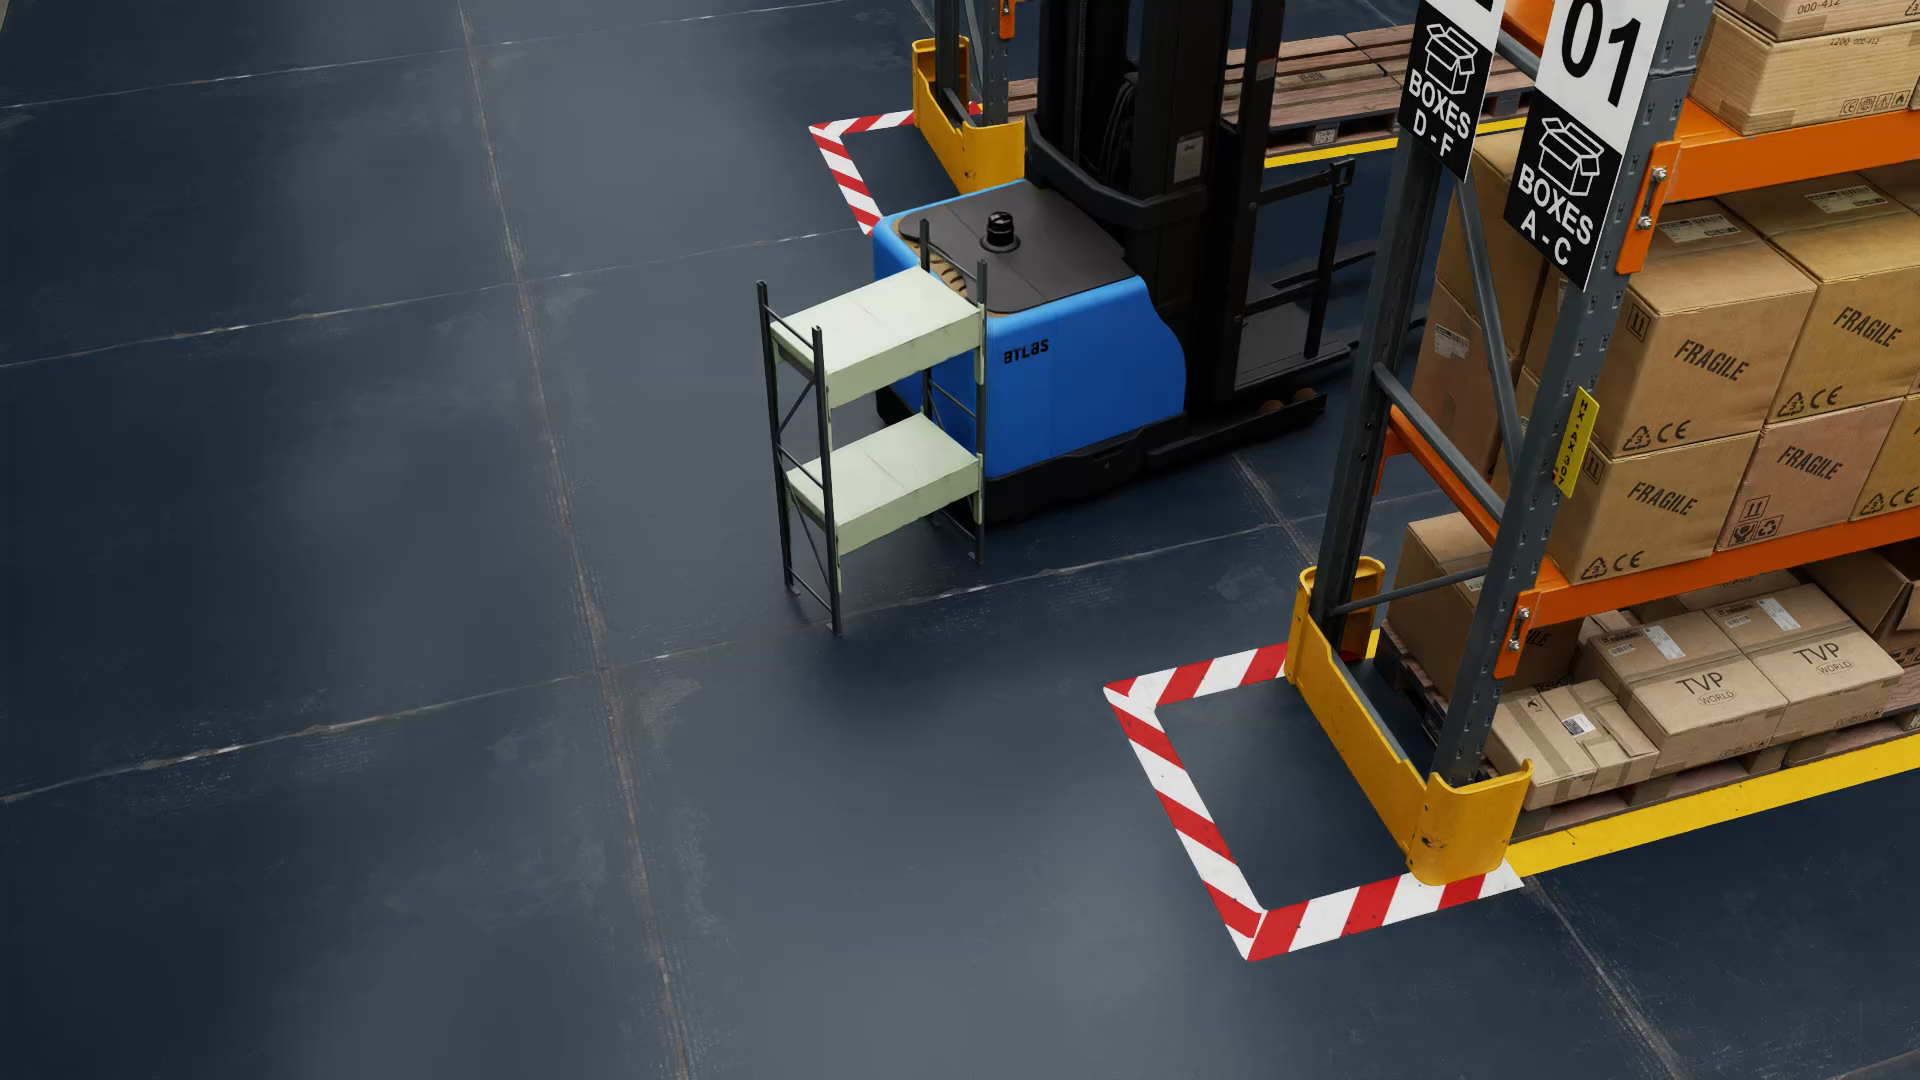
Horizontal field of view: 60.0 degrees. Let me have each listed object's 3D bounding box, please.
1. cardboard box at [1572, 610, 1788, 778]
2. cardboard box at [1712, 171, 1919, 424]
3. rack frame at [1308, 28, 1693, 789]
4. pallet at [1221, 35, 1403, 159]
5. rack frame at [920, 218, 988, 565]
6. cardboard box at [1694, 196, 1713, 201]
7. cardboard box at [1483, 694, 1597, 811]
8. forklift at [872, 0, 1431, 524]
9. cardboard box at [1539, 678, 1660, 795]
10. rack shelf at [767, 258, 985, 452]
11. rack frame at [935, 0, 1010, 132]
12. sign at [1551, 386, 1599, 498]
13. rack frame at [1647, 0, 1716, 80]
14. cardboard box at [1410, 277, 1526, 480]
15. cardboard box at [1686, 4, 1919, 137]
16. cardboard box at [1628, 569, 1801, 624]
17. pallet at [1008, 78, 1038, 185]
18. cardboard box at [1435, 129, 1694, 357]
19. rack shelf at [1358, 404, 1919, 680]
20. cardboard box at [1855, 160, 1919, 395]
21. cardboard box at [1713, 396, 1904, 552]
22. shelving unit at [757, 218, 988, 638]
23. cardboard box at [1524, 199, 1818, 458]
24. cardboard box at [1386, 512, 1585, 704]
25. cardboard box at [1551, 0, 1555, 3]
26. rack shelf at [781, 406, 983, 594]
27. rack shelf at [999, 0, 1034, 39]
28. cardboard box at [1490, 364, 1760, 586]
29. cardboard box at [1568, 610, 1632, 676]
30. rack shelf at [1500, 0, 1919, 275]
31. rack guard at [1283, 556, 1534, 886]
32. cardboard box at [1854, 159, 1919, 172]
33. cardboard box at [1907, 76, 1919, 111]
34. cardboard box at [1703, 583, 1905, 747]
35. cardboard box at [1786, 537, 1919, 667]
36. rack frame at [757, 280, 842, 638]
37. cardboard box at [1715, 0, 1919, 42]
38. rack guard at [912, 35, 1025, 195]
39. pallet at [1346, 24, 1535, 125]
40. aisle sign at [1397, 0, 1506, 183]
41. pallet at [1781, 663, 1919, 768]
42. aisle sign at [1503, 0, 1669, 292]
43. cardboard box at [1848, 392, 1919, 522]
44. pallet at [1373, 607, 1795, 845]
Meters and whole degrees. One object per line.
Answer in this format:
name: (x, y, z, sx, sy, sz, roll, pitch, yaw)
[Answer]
cardboard box: (2.624, 0.556, 6.089, 0.500, 0.250, 0.500, -12, 42, -13)
cardboard box: (2.542, -0.730, 4.969, 0.500, 0.500, 0.500, -11, 42, -13)
rack frame: (1.543, -0.285, 5.296, 0.127, 3.000, 1.000, -12, 42, -13)
pallet: (2.019, -2.722, 10.205, 1.213, 0.211, 1.003, -12, 42, -13)
rack frame: (-0.027, -0.564, 6.756, 0.023, 1.500, 0.400, -26, 48, -27)
cardboard box: (2.367, -1.060, 5.348, 0.500, 0.500, 0.500, -11, 42, -12)
cardboard box: (2.046, 0.756, 5.938, 0.250, 0.149, 0.380, -12, 42, -13)
forklift: (1.145, -1.879, 7.173, 3.031, 2.935, 1.130, -20, 45, -21)
cardboard box: (2.284, 0.700, 5.988, 0.250, 0.166, 0.380, -12, 42, -13)
rack shelf: (-0.319, -0.714, 6.334, 0.720, 0.370, 0.431, -26, 48, -27)
rack frame: (0.059, -3.394, 8.855, 0.127, 3.000, 1.000, -12, 42, -13)
sign: (1.706, -0.271, 4.622, 0.005, 0.325, 0.100, -12, 42, -13)
rack frame: (1.543, -2.544, 3.323, 0.127, 3.000, 1.000, -12, 42, -13)
cardboard box: (1.889, -0.582, 5.560, 0.500, 0.500, 0.500, -10, 42, -12)
cardboard box: (2.110, -1.300, 4.293, 0.500, 0.250, 0.500, -12, 42, -13)
cardboard box: (2.903, 0.154, 6.550, 0.500, 0.250, 0.500, -12, 42, -13)
pallet: (0.857, -2.483, 9.931, 1.213, 0.211, 1.003, -12, 42, -13)
cardboard box: (1.885, -0.960, 5.233, 0.500, 0.500, 0.500, -12, 43, -13)
rack shelf: (3.451, -0.409, 5.986, 4.000, 0.370, 1.077, -12, 42, -13)
cardboard box: (3.021, -0.825, 5.079, 0.500, 0.500, 0.500, -11, 42, -12)
cardboard box: (2.536, -0.350, 5.295, 0.500, 0.500, 0.500, -12, 43, -13)
shelving unit: (-0.319, -0.420, 6.590, 0.755, 1.500, 0.431, -26, 48, -27)
cardboard box: (2.046, -0.622, 4.846, 0.500, 0.500, 0.500, -10, 42, -12)
cardboard box: (1.988, 0.229, 6.274, 0.500, 0.500, 0.500, -12, 42, -13)
cardboard box: (1.954, -1.625, 4.665, 0.500, 0.250, 0.500, -12, 42, -13)
rack shelf: (-0.319, -0.174, 6.805, 0.720, 0.370, 0.431, -26, 48, -27)
rack shelf: (1.966, -3.519, 9.544, 4.000, 0.370, 1.077, -12, 42, -13)
cardboard box: (2.046, -0.245, 5.175, 0.500, 0.500, 0.500, -11, 42, -12)
cardboard box: (2.401, 0.331, 6.411, 0.250, 0.166, 0.380, -12, 42, -13)
rack shelf: (3.451, -1.539, 4.999, 4.000, 0.370, 1.077, -12, 42, -13)
rack guard: (1.616, 0.641, 6.136, 0.348, 0.500, 1.175, -12, 42, -13)
cardboard box: (2.860, -1.166, 5.468, 0.500, 0.500, 0.500, -11, 42, -12)
cardboard box: (2.590, -1.391, 4.396, 0.500, 0.250, 0.500, -12, 42, -13)
cardboard box: (3.101, 0.458, 6.202, 0.500, 0.250, 0.500, -12, 42, -13)
cardboard box: (3.568, 0.073, 6.449, 0.637, 0.503, 0.797, -12, 42, -13)
rack frame: (-0.612, -0.275, 6.425, 0.023, 1.500, 0.400, -26, 48, -27)
cardboard box: (2.111, -1.485, 4.124, 0.500, 0.250, 0.500, -12, 42, -13)
rack guard: (0.040, -2.440, 9.663, 0.348, 0.500, 1.175, -12, 42, -13)
pallet: (3.184, -2.965, 10.483, 1.213, 0.211, 1.003, -12, 42, -13)
aisle sign: (1.386, -1.443, 4.646, 0.004, 0.787, 0.394, -12, 42, -13)
pallet: (3.537, 0.353, 6.685, 1.213, 0.211, 1.003, -12, 42, -13)
aisle sign: (1.566, -1.066, 4.215, 0.004, 0.787, 0.394, -12, 42, -13)
cardboard box: (3.016, -0.448, 5.407, 0.500, 0.500, 0.500, -12, 43, -13)
pallet: (2.376, 0.592, 6.412, 1.213, 0.211, 1.003, -12, 42, -13)
